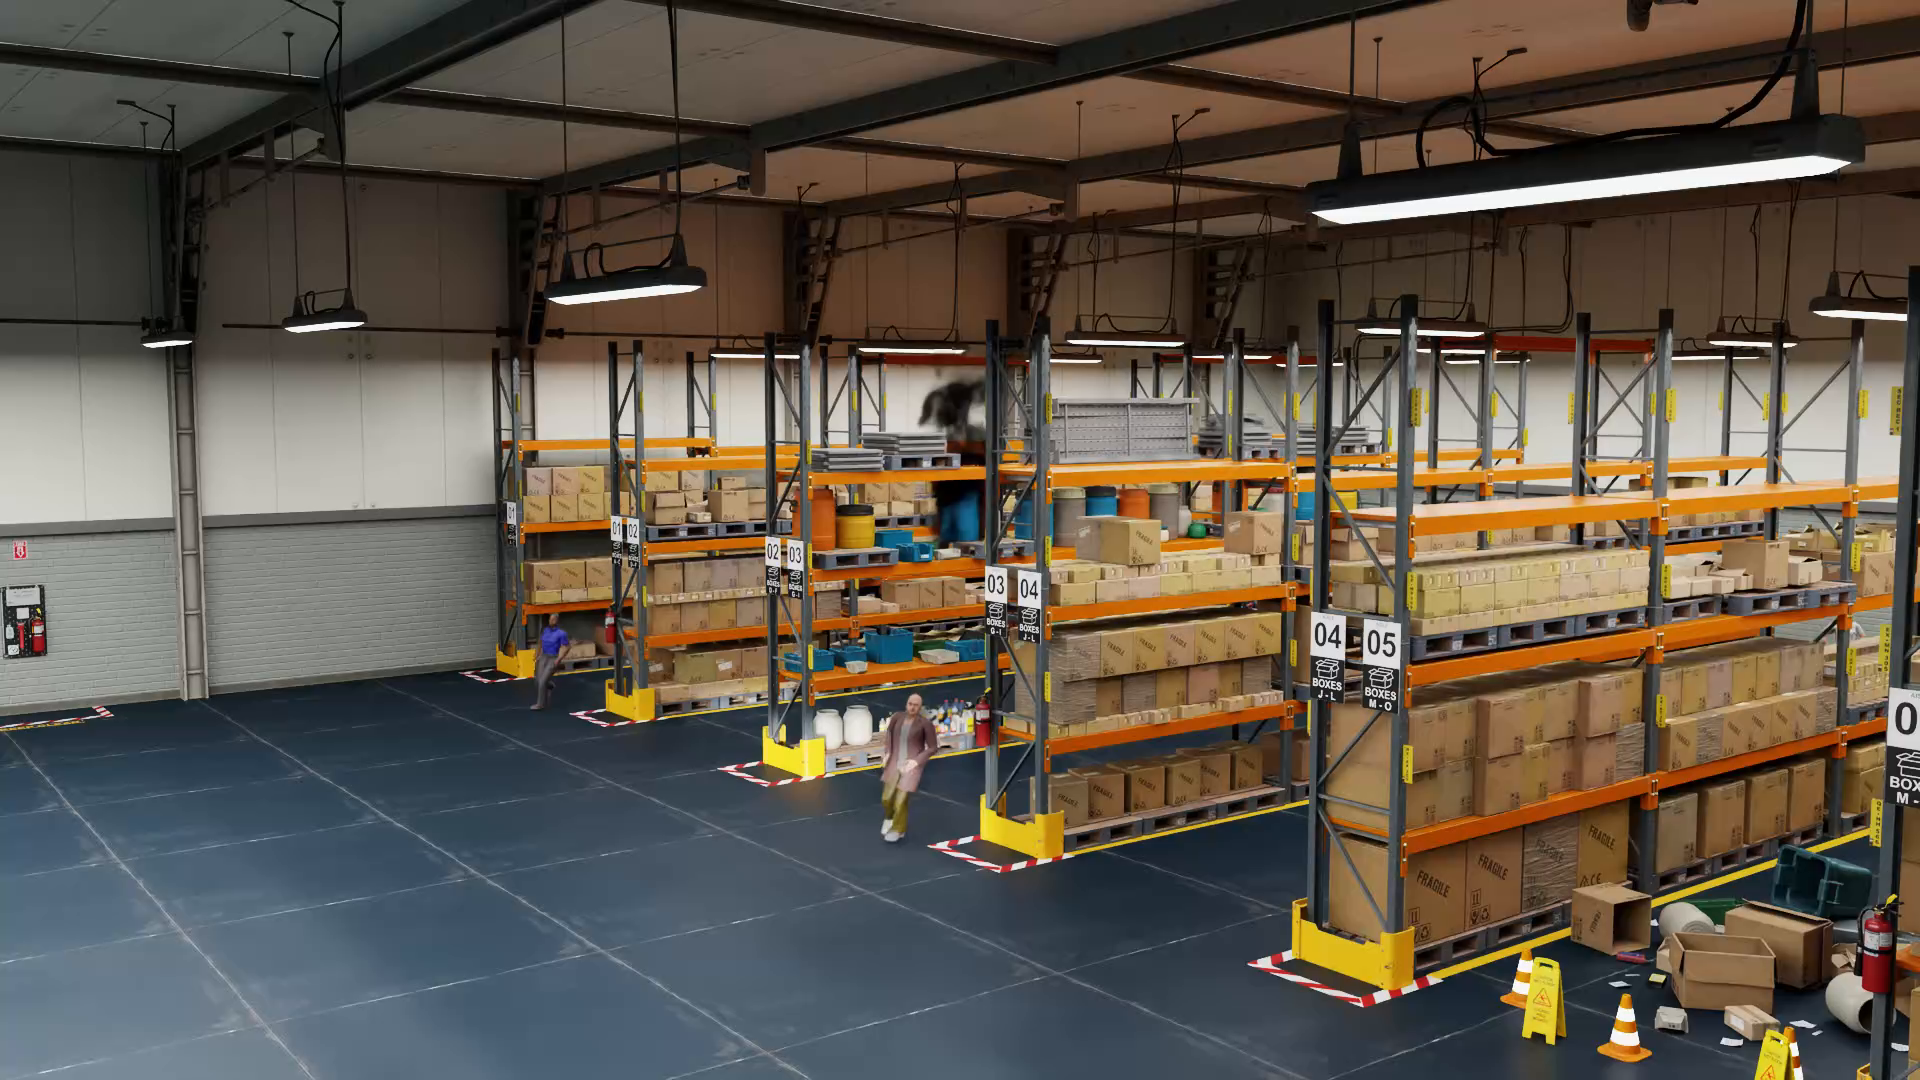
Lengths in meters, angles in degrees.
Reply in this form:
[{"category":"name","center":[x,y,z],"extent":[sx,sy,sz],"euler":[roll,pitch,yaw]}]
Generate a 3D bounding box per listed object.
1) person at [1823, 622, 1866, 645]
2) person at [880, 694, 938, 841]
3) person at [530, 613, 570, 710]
[{"category":"person","center":[14.652,1.929,27.455],"extent":[0.647,1.674,0.862],"euler":[0,5,2]},{"category":"person","center":[-0.614,2.624,19.129],"extent":[0.740,1.719,0.586],"euler":[2,5,20]},{"category":"person","center":[-6.688,1.980,27.288],"extent":[0.617,1.581,0.576],"euler":[2,5,22]}]
